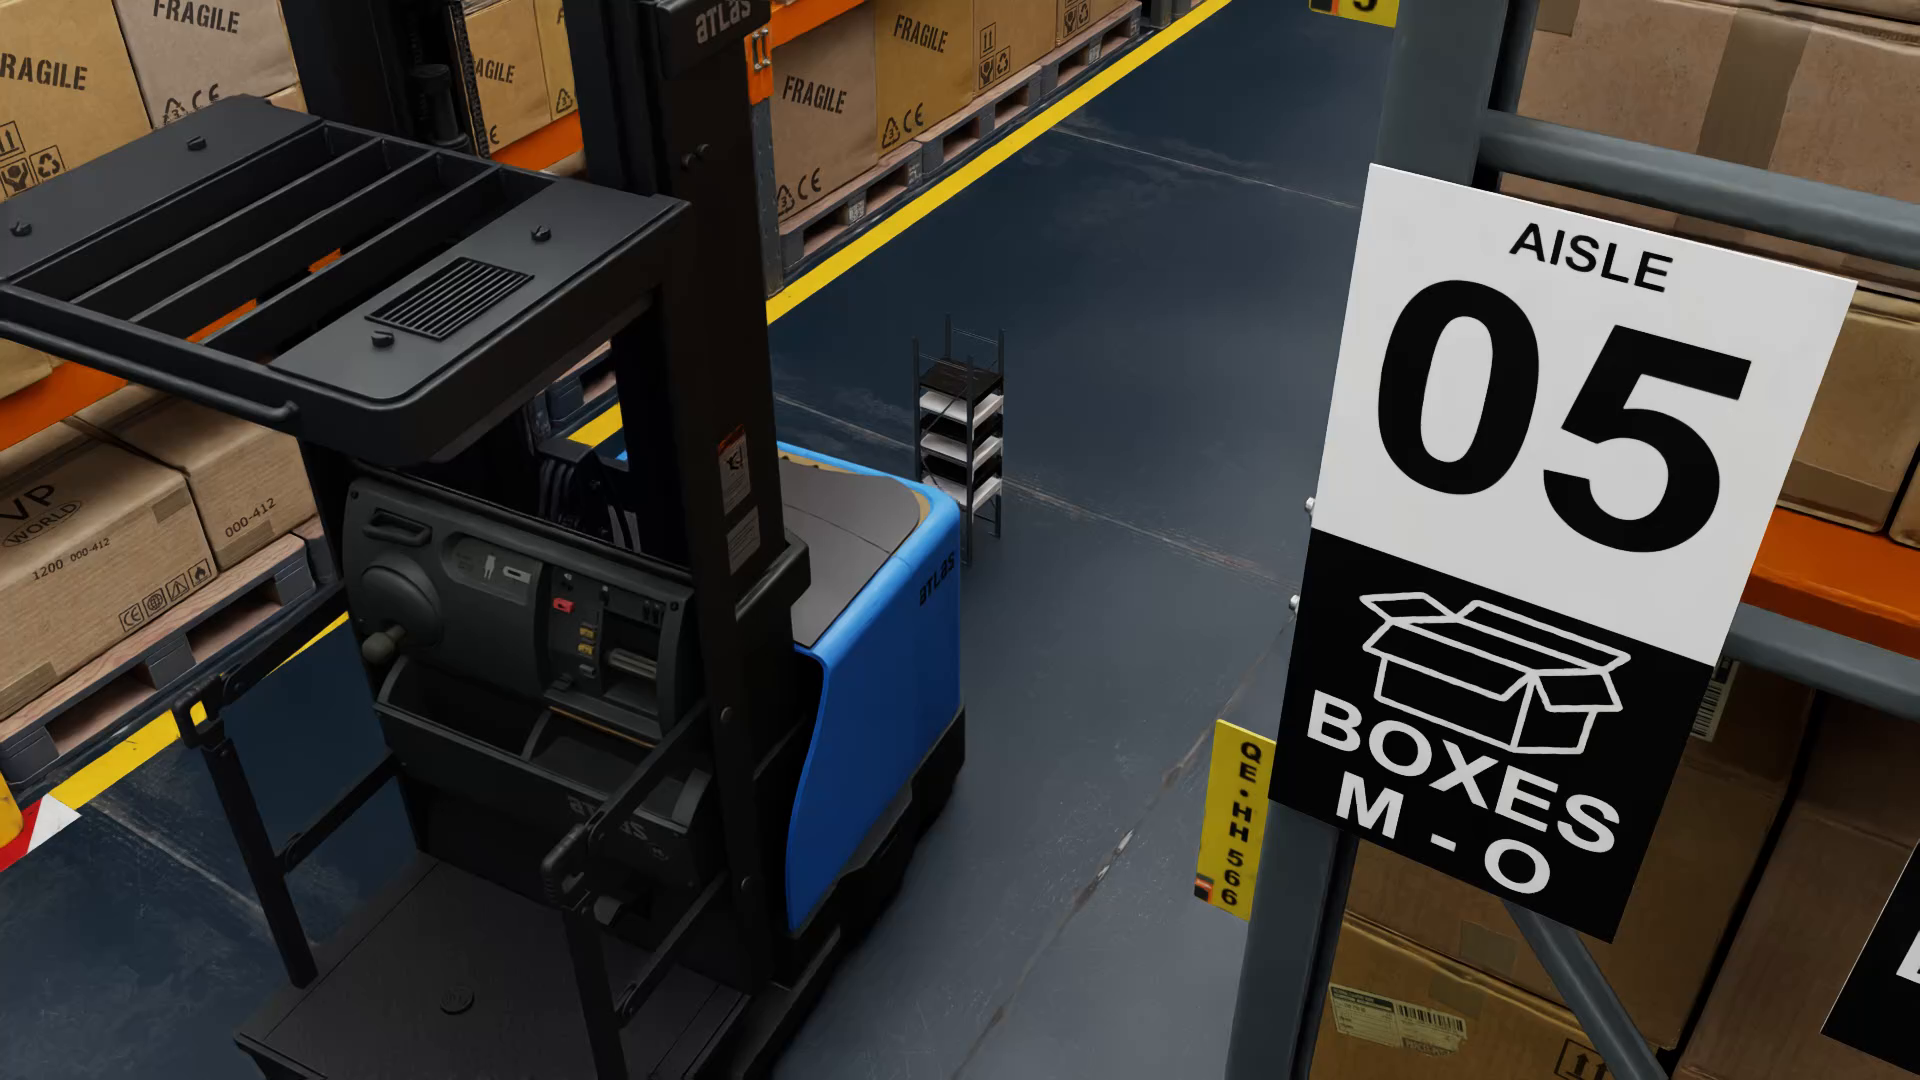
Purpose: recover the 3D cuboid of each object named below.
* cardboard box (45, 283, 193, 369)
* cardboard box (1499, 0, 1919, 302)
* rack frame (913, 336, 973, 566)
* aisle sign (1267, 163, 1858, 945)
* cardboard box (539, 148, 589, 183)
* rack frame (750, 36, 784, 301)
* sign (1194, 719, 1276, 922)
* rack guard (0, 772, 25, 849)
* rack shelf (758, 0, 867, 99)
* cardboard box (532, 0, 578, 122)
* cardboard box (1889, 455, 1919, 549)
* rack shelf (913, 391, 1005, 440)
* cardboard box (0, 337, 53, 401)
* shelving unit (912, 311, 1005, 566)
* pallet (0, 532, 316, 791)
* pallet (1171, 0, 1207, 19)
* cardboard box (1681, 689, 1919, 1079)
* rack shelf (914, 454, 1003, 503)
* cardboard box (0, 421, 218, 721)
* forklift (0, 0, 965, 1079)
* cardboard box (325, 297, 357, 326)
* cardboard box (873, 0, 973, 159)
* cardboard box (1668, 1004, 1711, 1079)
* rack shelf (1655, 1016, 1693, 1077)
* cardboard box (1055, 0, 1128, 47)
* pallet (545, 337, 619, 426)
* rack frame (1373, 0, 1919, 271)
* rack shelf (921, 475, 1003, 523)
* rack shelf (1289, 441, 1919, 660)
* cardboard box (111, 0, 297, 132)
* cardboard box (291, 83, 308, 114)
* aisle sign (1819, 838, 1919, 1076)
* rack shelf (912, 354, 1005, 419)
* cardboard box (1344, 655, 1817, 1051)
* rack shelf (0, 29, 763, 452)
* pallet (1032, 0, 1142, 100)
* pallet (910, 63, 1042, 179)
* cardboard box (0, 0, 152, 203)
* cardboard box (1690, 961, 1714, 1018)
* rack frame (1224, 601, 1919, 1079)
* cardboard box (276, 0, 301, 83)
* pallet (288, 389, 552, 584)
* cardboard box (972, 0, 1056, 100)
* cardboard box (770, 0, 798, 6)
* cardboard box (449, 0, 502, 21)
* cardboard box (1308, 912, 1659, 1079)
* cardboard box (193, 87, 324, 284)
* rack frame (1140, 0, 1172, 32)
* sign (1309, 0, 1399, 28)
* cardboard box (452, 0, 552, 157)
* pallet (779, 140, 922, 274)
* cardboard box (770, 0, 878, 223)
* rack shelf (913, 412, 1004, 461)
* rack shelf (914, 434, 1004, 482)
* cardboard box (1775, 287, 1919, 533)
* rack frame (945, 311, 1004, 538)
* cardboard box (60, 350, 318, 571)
[{"bbox_3d":[-2.672,-0.890,4.866,0.500,0.500,0.500,21,42,25],"label":"cardboard box"},{"bbox_3d":[0.847,-0.507,1.708,0.500,0.250,0.500,20,42,24],"label":"cardboard box"},{"bbox_3d":[-0.059,-0.300,5.902,0.240,0.900,0.006,21,42,25],"label":"rack frame"},{"bbox_3d":[0.522,0.050,1.599,0.394,0.787,0.004,21,42,25],"label":"aisle sign"},{"bbox_3d":[-1.703,-1.352,7.302,0.875,0.438,0.875,21,42,24],"label":"cardboard box"},{"bbox_3d":[-1.276,-2.489,7.022,1.000,3.000,0.127,21,42,25],"label":"rack frame"},{"bbox_3d":[0.357,0.365,2.113,0.100,0.325,0.005,21,42,25],"label":"sign"},{"bbox_3d":[-3.432,0.575,5.094,1.175,0.500,0.348,21,42,25],"label":"rack guard"},{"bbox_3d":[-0.205,-3.235,8.579,1.077,0.370,4.000,21,42,25],"label":"rack shelf"},{"bbox_3d":[-1.580,-1.939,6.226,0.500,0.500,0.500,20,42,24],"label":"cardboard box"},{"bbox_3d":[1.271,-0.136,1.636,0.500,0.250,0.500,23,43,27],"label":"cardboard box"},{"bbox_3d":[-0.004,-0.468,5.880,0.258,0.077,0.200,21,42,25],"label":"rack shelf"},{"bbox_3d":[-2.919,-0.620,4.516,0.500,0.500,0.500,21,42,25],"label":"cardboard box"},{"bbox_3d":[-0.004,-0.352,5.970,0.258,0.900,0.210,21,42,25],"label":"shelving unit"},{"bbox_3d":[-3.057,0.240,5.766,1.003,0.211,1.213,21,42,25],"label":"pallet"},{"bbox_3d":[1.287,-3.849,11.070,1.003,0.211,1.213,21,42,25],"label":"pallet"},{"bbox_3d":[1.279,0.442,2.075,0.500,0.500,0.500,21,42,25],"label":"cardboard box"},{"bbox_3d":[-0.004,-0.255,6.045,0.258,0.077,0.200,21,42,25],"label":"rack shelf"},{"bbox_3d":[-3.150,0.049,5.485,0.875,0.438,0.875,20,42,24],"label":"cardboard box"},{"bbox_3d":[-1.098,0.230,3.550,1.130,2.935,3.031,17,41,21],"label":"forklift"},{"bbox_3d":[-2.182,-0.890,6.703,0.875,0.438,0.875,20,42,24],"label":"cardboard box"},{"bbox_3d":[-0.534,-2.628,8.598,0.875,0.875,0.875,22,43,26],"label":"cardboard box"},{"bbox_3d":[1.289,0.842,2.376,0.500,0.500,0.500,23,43,27],"label":"cardboard box"},{"bbox_3d":[1.886,0.394,3.871,1.077,0.370,4.000,21,42,25],"label":"rack shelf"},{"bbox_3d":[0.427,-3.547,9.791,0.875,0.875,0.875,21,42,25],"label":"cardboard box"},{"bbox_3d":[-1.750,-1.018,7.398,1.003,0.211,1.213,21,42,25],"label":"pallet"},{"bbox_3d":[0.815,-1.236,0.483,1.000,3.000,0.127,21,42,25],"label":"rack frame"},{"bbox_3d":[-0.004,-0.183,6.100,0.258,0.077,0.200,21,42,25],"label":"rack shelf"},{"bbox_3d":[1.886,-0.794,2.955,1.077,0.370,4.000,21,42,25],"label":"rack shelf"},{"bbox_3d":[-2.381,-1.553,4.907,0.500,0.500,0.500,21,42,25],"label":"cardboard box"},{"bbox_3d":[-2.130,-1.410,5.540,0.500,0.500,0.500,23,43,27],"label":"cardboard box"},{"bbox_3d":[1.029,0.246,1.344,0.394,0.787,0.004,21,42,25],"label":"aisle sign"},{"bbox_3d":[-0.004,-0.540,5.825,0.258,0.077,0.200,21,42,25],"label":"rack shelf"},{"bbox_3d":[0.850,0.269,2.299,0.500,0.500,0.500,20,42,24],"label":"cardboard box"},{"bbox_3d":[-2.348,-1.173,5.904,1.077,0.370,4.000,21,42,25],"label":"rack shelf"},{"bbox_3d":[0.381,-3.065,10.053,1.003,0.211,1.213,21,42,25],"label":"pallet"},{"bbox_3d":[-0.273,-2.439,9.240,1.003,0.211,1.213,21,42,25],"label":"pallet"},{"bbox_3d":[-2.650,-1.285,4.560,0.500,0.500,0.500,20,42,24],"label":"cardboard box"},{"bbox_3d":[1.554,0.557,2.745,0.500,0.500,0.500,21,42,25],"label":"cardboard box"},{"bbox_3d":[0.815,1.140,2.314,1.000,3.000,0.127,21,42,25],"label":"rack frame"},{"bbox_3d":[-2.115,-1.811,5.241,0.500,0.500,0.500,21,42,25],"label":"cardboard box"},{"bbox_3d":[-2.402,-0.387,6.579,1.003,0.211,1.213,21,42,25],"label":"pallet"},{"bbox_3d":[-0.055,-3.089,9.196,0.875,0.875,0.875,22,43,26],"label":"cardboard box"},{"bbox_3d":[-0.817,-2.570,7.250,0.500,0.250,0.500,20,42,24],"label":"cardboard box"},{"bbox_3d":[-1.839,-2.067,5.573,0.500,0.500,0.500,22,43,26],"label":"cardboard box"},{"bbox_3d":[0.838,0.667,2.603,0.500,0.500,0.500,22,43,26],"label":"cardboard box"},{"bbox_3d":[-2.384,-1.146,5.198,0.500,0.500,0.500,21,42,25],"label":"cardboard box"},{"bbox_3d":[0.867,-4.551,9.697,1.000,3.000,0.127,21,42,25],"label":"rack frame"},{"bbox_3d":[0.357,-0.590,1.377,0.100,0.325,0.005,21,42,25],"label":"sign"},{"bbox_3d":[-1.837,-1.675,5.884,0.500,0.500,0.500,21,42,24],"label":"cardboard box"},{"bbox_3d":[-0.926,-1.807,8.421,1.003,0.211,1.213,21,42,25],"label":"pallet"},{"bbox_3d":[-1.011,-2.160,7.991,0.875,0.875,0.875,23,43,26],"label":"cardboard box"},{"bbox_3d":[-0.004,-0.397,5.935,0.258,0.077,0.200,21,42,25],"label":"rack shelf"},{"bbox_3d":[-0.004,-0.326,5.990,0.258,0.077,0.200,21,42,25],"label":"rack shelf"},{"bbox_3d":[0.835,-0.309,1.861,0.500,0.250,0.500,20,42,24],"label":"cardboard box"},{"bbox_3d":[0.050,-0.405,6.038,0.240,0.900,0.006,21,42,25],"label":"rack frame"},{"bbox_3d":[-2.667,-0.426,6.100,0.875,0.438,0.875,22,43,26],"label":"cardboard box"}]
